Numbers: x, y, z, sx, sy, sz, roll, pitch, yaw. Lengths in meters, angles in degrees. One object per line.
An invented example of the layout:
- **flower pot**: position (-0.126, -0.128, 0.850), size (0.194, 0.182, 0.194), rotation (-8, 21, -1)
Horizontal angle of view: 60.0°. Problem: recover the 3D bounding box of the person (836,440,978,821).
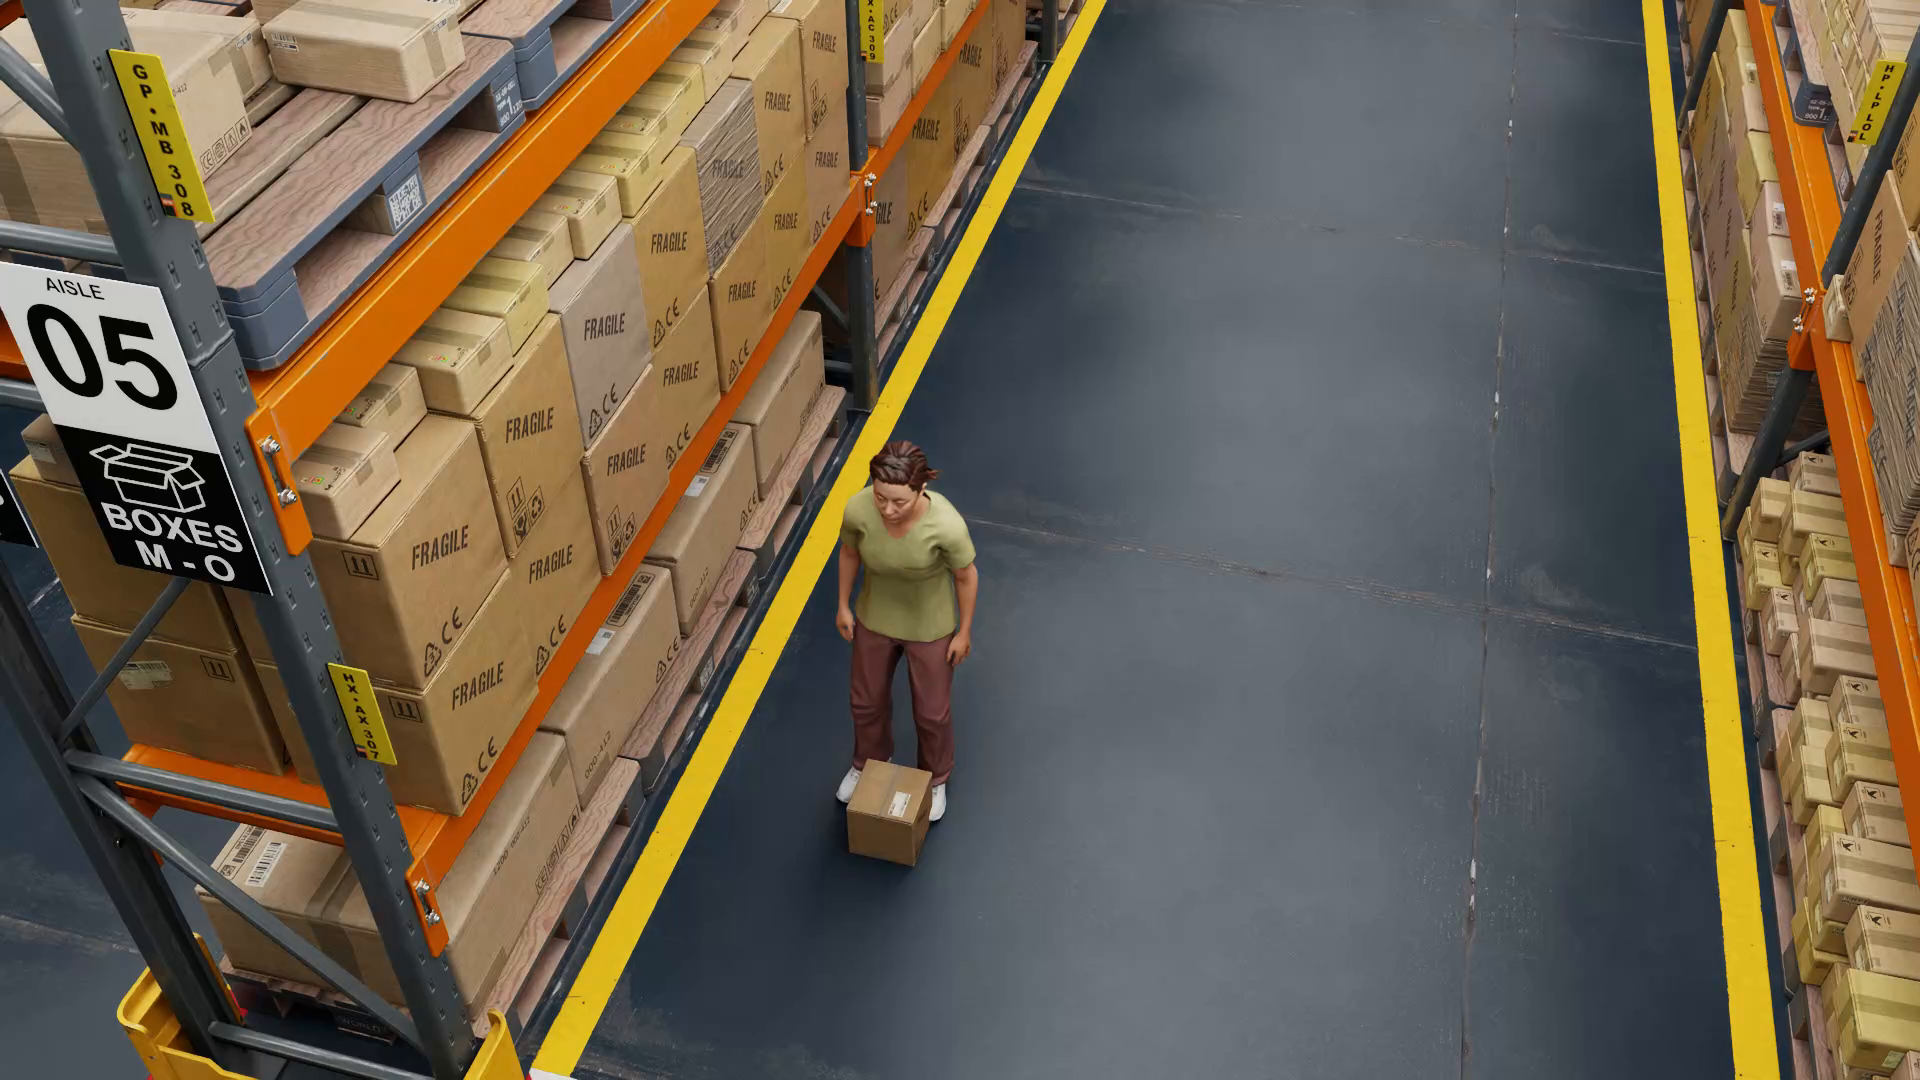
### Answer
- **person**: position (-0.196, 0.306, 5.809), size (0.499, 1.673, 0.357), rotation (11, 42, 13)
